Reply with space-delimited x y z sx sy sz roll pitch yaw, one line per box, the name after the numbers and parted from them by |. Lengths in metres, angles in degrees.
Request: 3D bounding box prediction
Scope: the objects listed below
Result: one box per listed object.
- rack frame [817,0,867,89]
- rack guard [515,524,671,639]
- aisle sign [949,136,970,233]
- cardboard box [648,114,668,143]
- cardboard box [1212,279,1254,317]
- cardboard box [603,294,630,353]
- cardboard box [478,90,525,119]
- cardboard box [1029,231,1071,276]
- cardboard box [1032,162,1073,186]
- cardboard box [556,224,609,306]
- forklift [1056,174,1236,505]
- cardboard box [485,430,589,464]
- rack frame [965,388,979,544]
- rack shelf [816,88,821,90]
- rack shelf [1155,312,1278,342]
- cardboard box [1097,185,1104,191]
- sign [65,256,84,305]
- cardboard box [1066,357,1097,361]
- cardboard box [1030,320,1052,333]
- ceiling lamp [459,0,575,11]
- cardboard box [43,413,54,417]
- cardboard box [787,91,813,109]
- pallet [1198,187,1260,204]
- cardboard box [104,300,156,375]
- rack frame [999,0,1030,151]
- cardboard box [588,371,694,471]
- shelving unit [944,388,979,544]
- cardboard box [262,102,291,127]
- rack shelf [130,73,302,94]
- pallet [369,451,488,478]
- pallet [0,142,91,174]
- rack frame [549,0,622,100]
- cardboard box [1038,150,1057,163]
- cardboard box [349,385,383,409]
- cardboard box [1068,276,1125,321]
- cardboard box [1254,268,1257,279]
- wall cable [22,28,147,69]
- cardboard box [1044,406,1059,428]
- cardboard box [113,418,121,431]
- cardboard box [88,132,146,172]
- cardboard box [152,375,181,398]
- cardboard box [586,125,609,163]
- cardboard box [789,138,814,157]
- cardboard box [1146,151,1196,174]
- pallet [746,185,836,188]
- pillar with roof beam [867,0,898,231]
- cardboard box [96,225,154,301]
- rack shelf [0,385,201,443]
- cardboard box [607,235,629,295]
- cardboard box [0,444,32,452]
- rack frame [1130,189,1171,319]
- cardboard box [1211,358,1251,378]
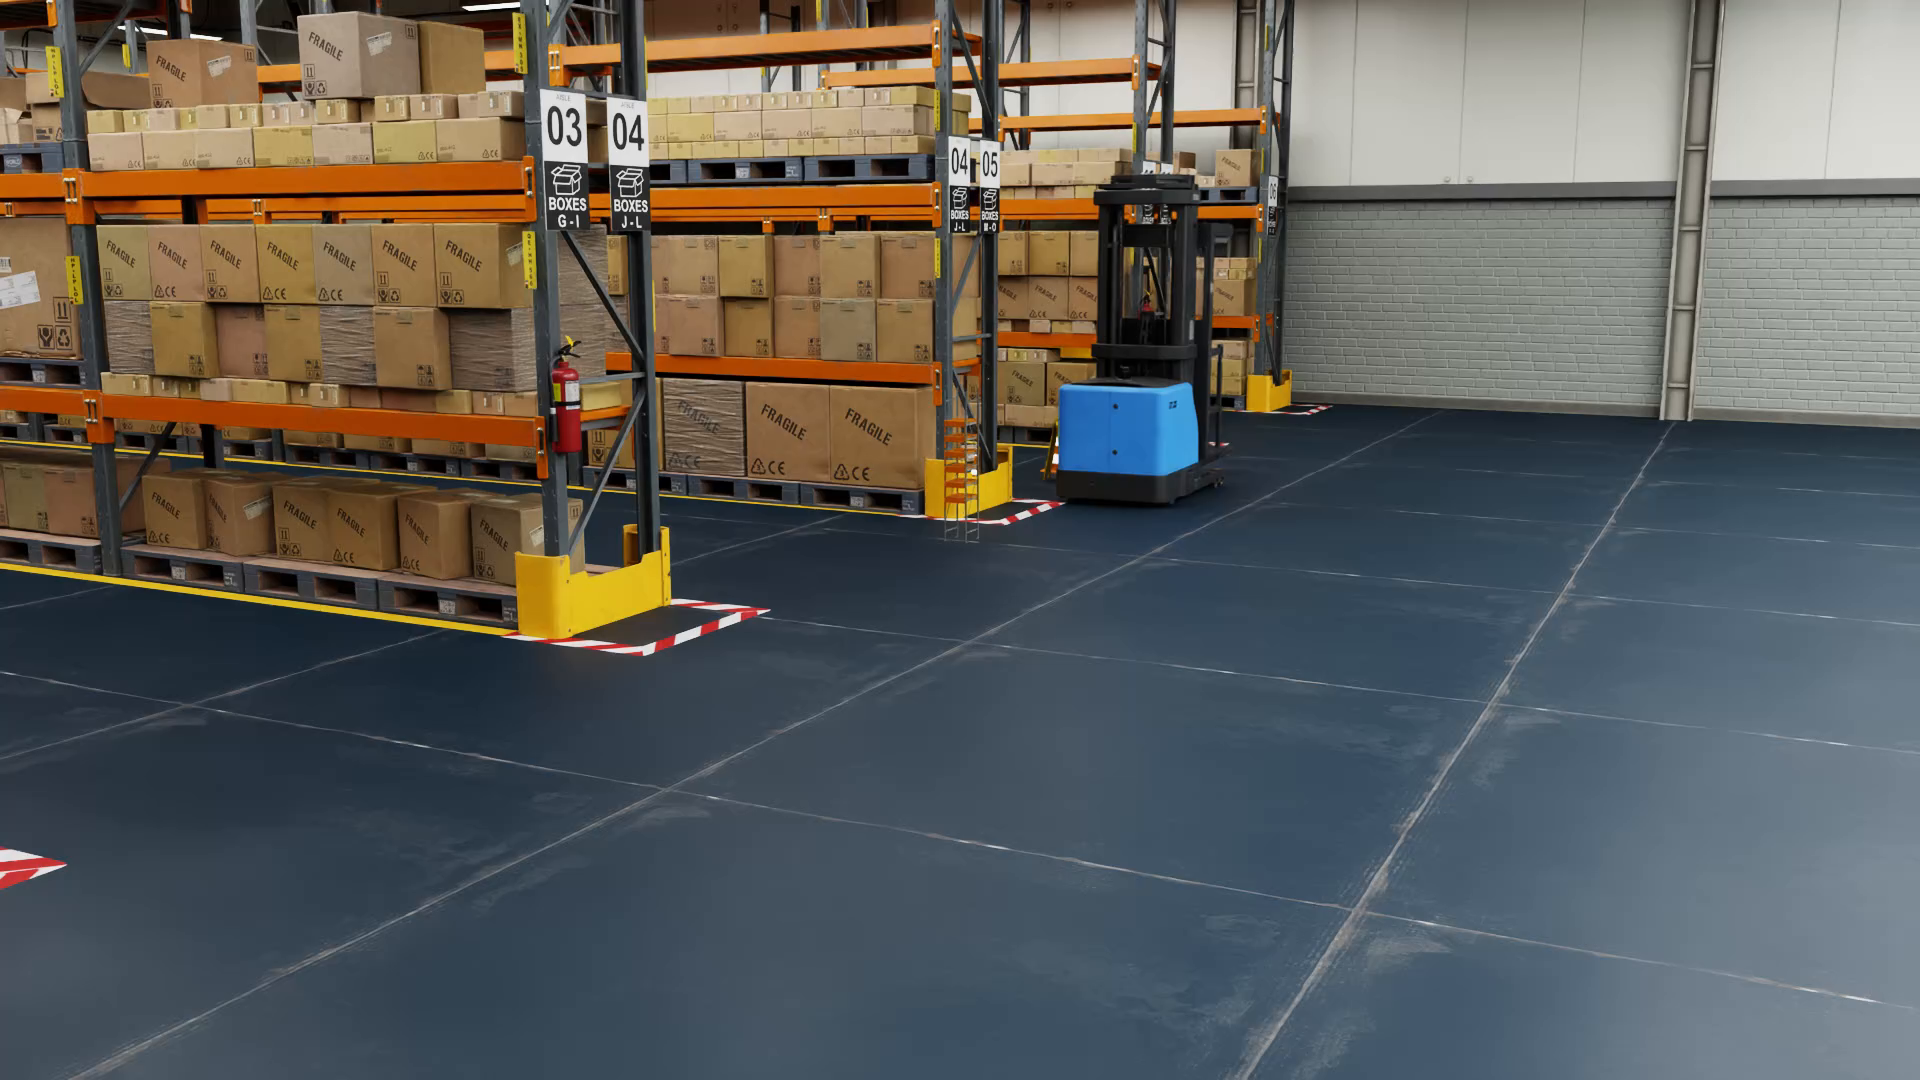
-1.422 -5.828 20.165 0.127 3.000 1.000 5 11 26 | rack frame
-2.288 0.246 10.468 0.348 0.500 1.175 5 11 26 | rack guard
-0.004 -2.988 14.018 0.004 0.787 0.394 5 11 26 | aisle sign
-2.754 -3.759 15.282 0.500 0.250 0.500 5 11 25 | cardboard box
3.801 -3.400 23.313 0.500 0.500 0.500 5 11 25 | cardboard box
-3.185 -2.124 16.124 0.550 0.550 0.875 5 11 26 | cardboard box
-2.607 -2.549 9.769 0.250 0.149 0.380 5 11 26 | cardboard box
1.160 -3.295 19.090 0.500 0.500 0.700 5 11 26 | cardboard box
1.142 -4.149 18.894 0.500 0.250 0.500 5 11 25 | cardboard box
-2.592 -1.753 10.568 0.500 0.500 0.500 5 11 26 | cardboard box
1.941 -1.973 15.902 1.130 2.935 3.031 5 11 24 | forklift
-4.118 -1.212 16.641 0.750 0.750 1.050 5 11 26 | cardboard box
0.095 -0.582 13.077 0.006 1.200 0.240 5 11 26 | rack frame
-3.215 -5.435 21.135 4.000 0.370 1.077 5 11 26 | rack shelf
2.565 -3.158 24.274 4.000 0.370 1.077 5 11 26 | rack shelf
1.721 -3.897 18.621 0.250 0.149 0.380 5 11 26 | cardboard box
-6.049 -1.774 11.360 0.005 0.325 0.100 5 11 26 | sign
1.543 -1.893 19.703 0.500 0.500 0.500 5 11 24 | cardboard box
0.994 -2.474 19.182 0.250 0.149 0.380 5 12 27 | cardboard box
-6.624 -9.707 25.206 2.000 3.185 0.800 5 11 26 | ceiling lamp
-11.119 -1.613 20.545 0.250 0.149 0.380 5 12 27 | cardboard box
-1.296 -3.816 14.473 0.250 0.149 0.380 5 11 26 | cardboard box
3.736 -4.846 23.411 1.213 0.211 1.003 5 11 26 | pallet
-5.431 -1.444 11.668 0.500 0.500 0.875 5 11 26 | cardboard box
0.771 -6.621 24.547 0.127 3.000 1.000 5 11 26 | rack frame
-2.988 -1.178 16.103 0.875 0.875 0.875 5 11 27 | cardboard box
0.013 -0.589 13.117 0.189 1.200 0.258 5 11 26 | shelving unit
-4.220 -2.705 10.635 0.250 0.149 0.380 5 12 27 | cardboard box
-8.902 -4.952 18.465 4.000 0.370 1.077 5 11 26 | rack shelf
-5.345 -0.850 17.335 1.213 0.211 1.003 5 11 26 | pallet
-6.313 -2.743 12.067 1.003 0.211 1.213 5 11 26 | pallet
-3.522 -5.030 15.753 0.127 3.000 1.000 5 11 26 | rack frame
1.075 -4.357 18.926 0.250 0.149 0.380 5 11 26 | cardboard box
-3.695 -0.940 10.707 0.250 0.149 0.380 5 11 26 | cardboard box
1.557 -2.755 18.915 0.500 0.500 0.500 5 11 25 | cardboard box
4.169 -3.791 23.649 0.250 0.149 0.380 5 11 24 | cardboard box
-15.807 -7.757 30.719 0.133 3.039 2.988 5 11 26 | wall cable
1.300 -1.437 19.290 0.500 0.250 0.500 5 11 26 | cardboard box
-9.675 -1.543 19.171 0.500 0.500 0.500 6 12 28 | cardboard box
-5.517 -2.619 11.279 0.500 0.250 0.500 5 11 24 | cardboard box
-5.292 -1.068 11.413 0.250 0.149 0.380 5 11 26 | cardboard box
-2.537 -2.460 10.397 0.500 0.250 0.500 5 12 28 | cardboard box
-1.296 -3.423 14.543 0.250 0.149 0.380 5 11 25 | cardboard box
2.979 -5.228 23.529 0.500 0.500 0.700 5 11 26 | cardboard box
-1.928 -4.325 20.812 1.003 0.211 1.213 5 11 26 | pallet
-3.153 -6.290 22.717 0.548 9.000 9.100 5 11 26 | pillar with roof beam
-5.516 -1.905 11.409 0.500 0.500 0.500 5 11 26 | cardboard box
-7.600 -1.097 12.889 4.000 0.370 1.077 5 11 26 | rack shelf
-3.206 -2.648 15.987 0.550 0.550 0.875 5 11 26 | cardboard box
-7.770 -0.460 13.134 0.500 0.500 0.700 6 12 31 | cardboard box
2.165 -2.561 18.958 0.127 3.000 1.000 5 11 26 | rack frame
3.783 -2.442 23.438 0.500 0.250 0.500 5 11 25 | cardboard box
